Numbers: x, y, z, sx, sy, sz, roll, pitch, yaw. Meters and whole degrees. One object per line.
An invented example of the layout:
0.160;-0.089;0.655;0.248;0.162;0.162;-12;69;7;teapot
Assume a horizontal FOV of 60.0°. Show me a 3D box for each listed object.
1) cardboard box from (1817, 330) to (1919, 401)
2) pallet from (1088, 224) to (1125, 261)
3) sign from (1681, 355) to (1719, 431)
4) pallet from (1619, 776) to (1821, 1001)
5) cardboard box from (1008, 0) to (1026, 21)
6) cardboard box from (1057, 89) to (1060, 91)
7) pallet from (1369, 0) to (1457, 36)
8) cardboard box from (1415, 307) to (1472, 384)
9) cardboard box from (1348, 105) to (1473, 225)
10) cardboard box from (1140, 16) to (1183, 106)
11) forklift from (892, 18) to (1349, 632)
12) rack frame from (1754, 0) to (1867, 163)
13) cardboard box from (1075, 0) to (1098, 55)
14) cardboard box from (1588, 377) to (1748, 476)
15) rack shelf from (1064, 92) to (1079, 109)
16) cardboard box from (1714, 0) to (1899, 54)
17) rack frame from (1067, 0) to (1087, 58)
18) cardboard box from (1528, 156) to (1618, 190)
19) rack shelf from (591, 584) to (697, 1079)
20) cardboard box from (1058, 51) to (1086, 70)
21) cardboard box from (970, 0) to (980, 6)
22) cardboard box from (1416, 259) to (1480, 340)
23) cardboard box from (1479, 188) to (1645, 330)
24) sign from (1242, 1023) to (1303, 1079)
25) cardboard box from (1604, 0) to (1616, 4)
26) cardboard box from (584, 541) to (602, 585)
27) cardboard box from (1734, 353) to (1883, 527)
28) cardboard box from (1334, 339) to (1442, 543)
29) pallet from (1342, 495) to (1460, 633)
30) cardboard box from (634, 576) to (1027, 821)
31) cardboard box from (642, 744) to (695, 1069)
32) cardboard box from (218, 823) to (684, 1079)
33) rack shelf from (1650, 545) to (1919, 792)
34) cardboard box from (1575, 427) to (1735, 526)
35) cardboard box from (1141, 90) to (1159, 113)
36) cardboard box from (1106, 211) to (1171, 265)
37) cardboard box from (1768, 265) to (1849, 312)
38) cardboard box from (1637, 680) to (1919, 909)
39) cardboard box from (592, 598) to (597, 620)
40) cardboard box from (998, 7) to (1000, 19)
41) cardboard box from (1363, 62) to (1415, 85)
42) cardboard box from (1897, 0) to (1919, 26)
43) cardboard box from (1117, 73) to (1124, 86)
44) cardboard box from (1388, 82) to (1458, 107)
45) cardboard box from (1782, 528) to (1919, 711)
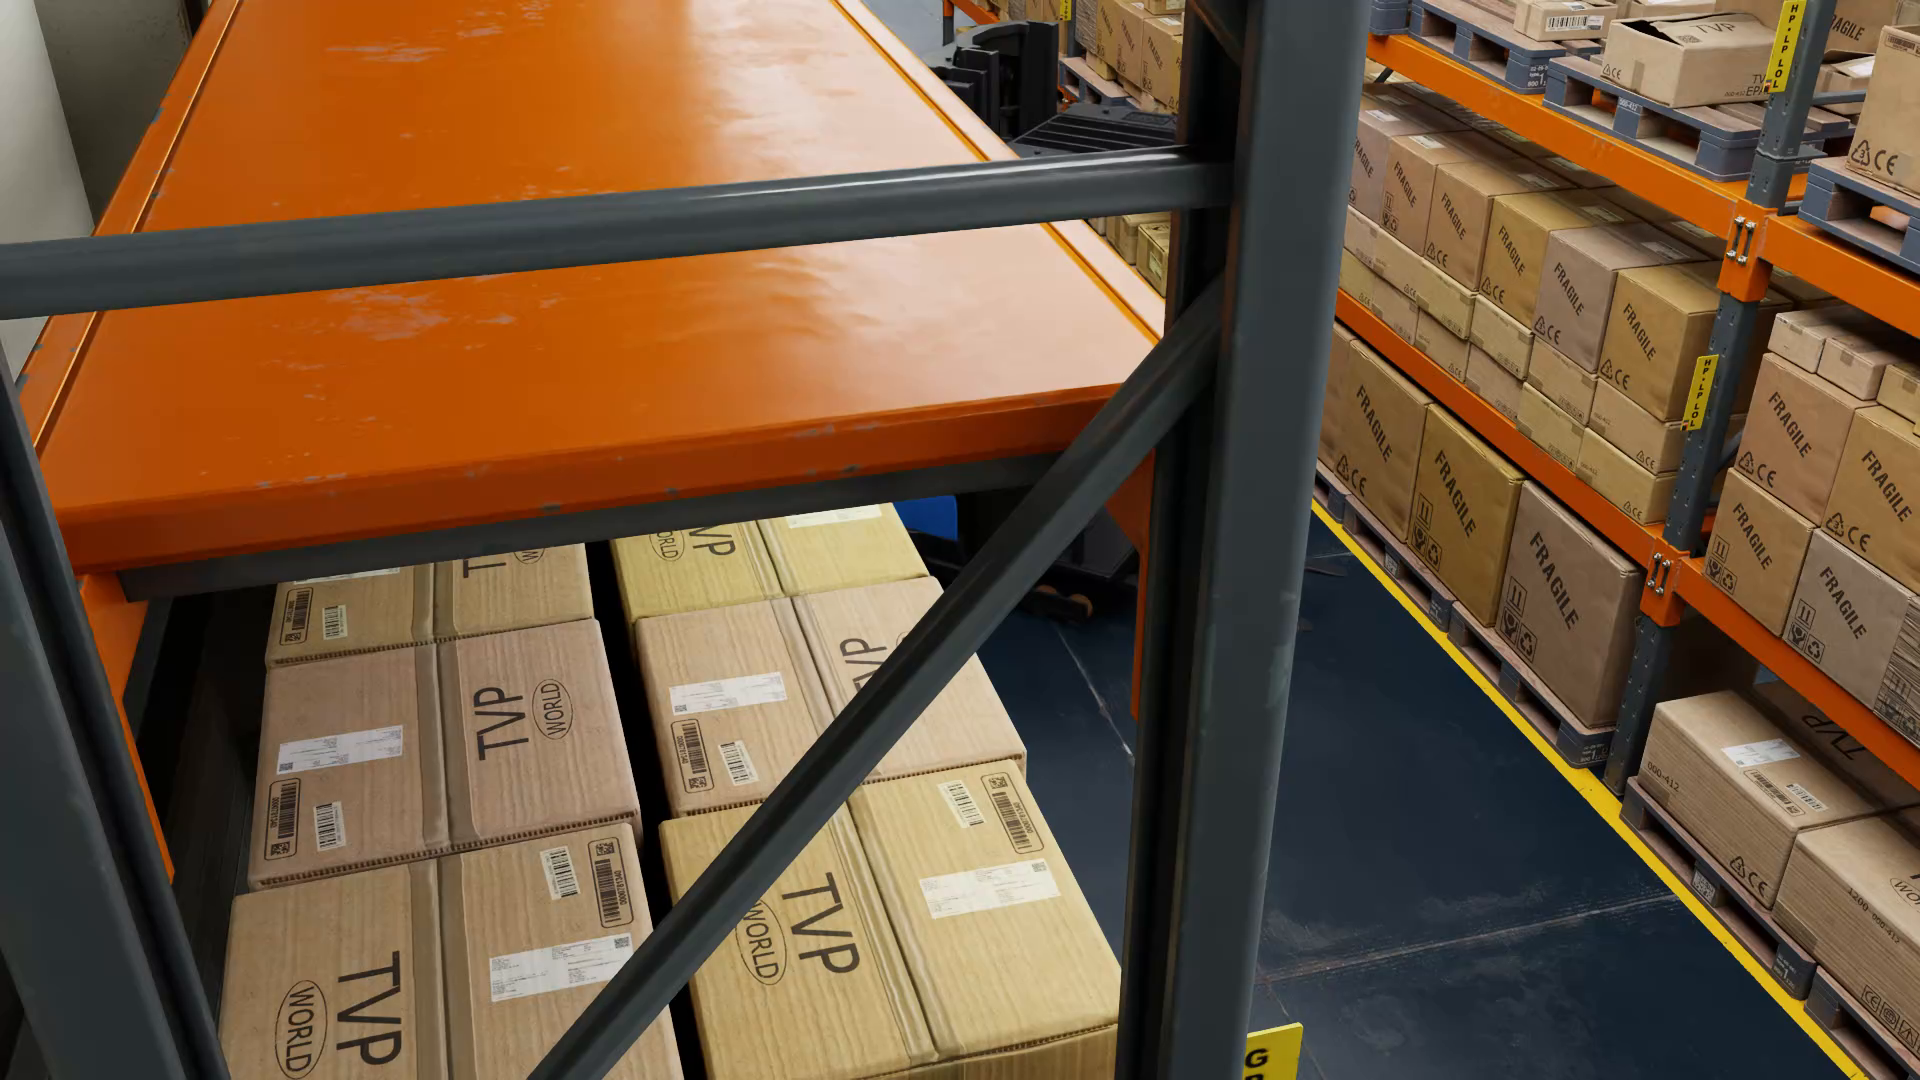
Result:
3.420;-0.649;6.132;0.380;0.149;0.250;-7;31;-13;cardboard box
1.588;-2.482;13.828;1.003;0.211;1.213;-8;31;-13;pallet
2.983;-0.591;6.700;0.100;0.325;0.005;-8;31;-13;sign
3.630;1.383;7.149;1.003;0.211;1.213;-8;31;-13;pallet
0.737;-4.916;14.853;0.500;0.500;0.500;-7;31;-12;cardboard box
0.827;-3.877;15.031;0.500;0.500;0.500;-7;31;-12;cardboard box
2.664;-3.046;9.212;1.213;0.211;1.003;-6;31;-11;pallet
2.750;-1.061;8.738;0.500;0.250;0.500;-8;31;-13;cardboard box
2.478;-2.100;9.286;0.500;0.500;0.500;-8;31;-13;cardboard box
1.626;-3.425;11.857;0.500;0.500;0.500;-9;31;-15;cardboard box
0.619;-1.113;8.748;3.031;2.935;1.130;15;33;24;forklift
3.503;-2.798;5.600;1.000;3.000;0.127;-8;31;-13;rack frame
1.228;-4.154;13.117;0.500;0.500;0.500;-7;31;-12;cardboard box
3.152;-0.533;7.328;0.500;0.250;0.500;-8;31;-13;cardboard box
1.911;-2.788;12.290;1.077;0.370;4.000;-8;31;-13;rack shelf
3.549;-2.189;7.024;0.500;0.500;0.500;-8;31;-14;cardboard box
1.380;-4.065;13.779;1.000;3.000;0.127;-8;31;-13;rack frame
3.228;-1.661;8.528;0.500;0.500;0.500;-8;31;-14;cardboard box
-0.751;0.440;3.720;1.077;0.370;4.000;-8;31;-13;rack shelf
1.001;-4.071;14.040;0.380;0.149;0.250;-8;31;-14;cardboard box
0.305;-5.309;16.179;0.380;0.149;0.250;-7;31;-13;cardboard box
2.716;-1.268;8.597;0.500;0.250;0.500;-7;31;-12;cardboard box
2.882;-1.356;8.000;0.500;0.500;0.500;-7;31;-12;cardboard box
0.303;0.644;1.777;0.100;0.325;0.005;-8;31;-13;sign
3.189;-2.844;8.155;0.500;0.500;0.500;-8;31;-13;cardboard box
-0.998;-0.107;3.301;0.500;0.250;0.500;-8;31;-13;cardboard box
3.396;-0.415;6.375;0.500;0.500;0.500;-8;31;-13;cardboard box
2.778;-0.619;9.527;0.875;0.875;0.875;-7;31;-13;cardboard box
2.898;0.053;9.448;1.003;0.211;1.213;-8;31;-13;pallet
-0.212;0.318;2.565;0.500;0.250;0.500;-8;31;-14;cardboard box
-0.229;0.537;2.686;0.500;0.250;0.500;-7;31;-12;cardboard box
-0.607;0.637;2.015;0.500;0.250;0.500;-9;31;-15;cardboard box
4.034;1.076;5.615;1.077;0.370;4.000;-8;31;-13;rack shelf
3.141;-0.319;7.457;0.500;0.250;0.500;-9;31;-14;cardboard box
1.541;-3.196;12.109;0.380;0.149;0.250;-7;31;-11;cardboard box
1.716;-2.510;13.296;0.950;0.372;0.625;-6;31;-10;cardboard box
3.664;-0.928;7.261;0.500;0.500;0.500;-7;31;-13;cardboard box
3.566;1.043;7.091;0.875;0.438;0.875;-8;31;-14;cardboard box
-0.876;0.363;2.988;0.500;0.250;0.500;-9;31;-14;cardboard box
0.575;-4.938;15.537;0.380;0.149;0.250;-9;31;-15;cardboard box
2.545;-2.735;10.665;0.500;0.500;0.500;-9;31;-15;cardboard box
7.078;-3.534;11.764;0.700;0.500;0.500;-8;31;-14;cardboard box
1.429;-3.581;12.773;0.380;0.149;0.250;-6;31;-10;cardboard box
2.831;-2.394;9.794;0.500;0.500;0.500;-9;31;-15;cardboard box
3.505;0.261;6.206;0.500;0.500;0.500;-8;31;-13;cardboard box
